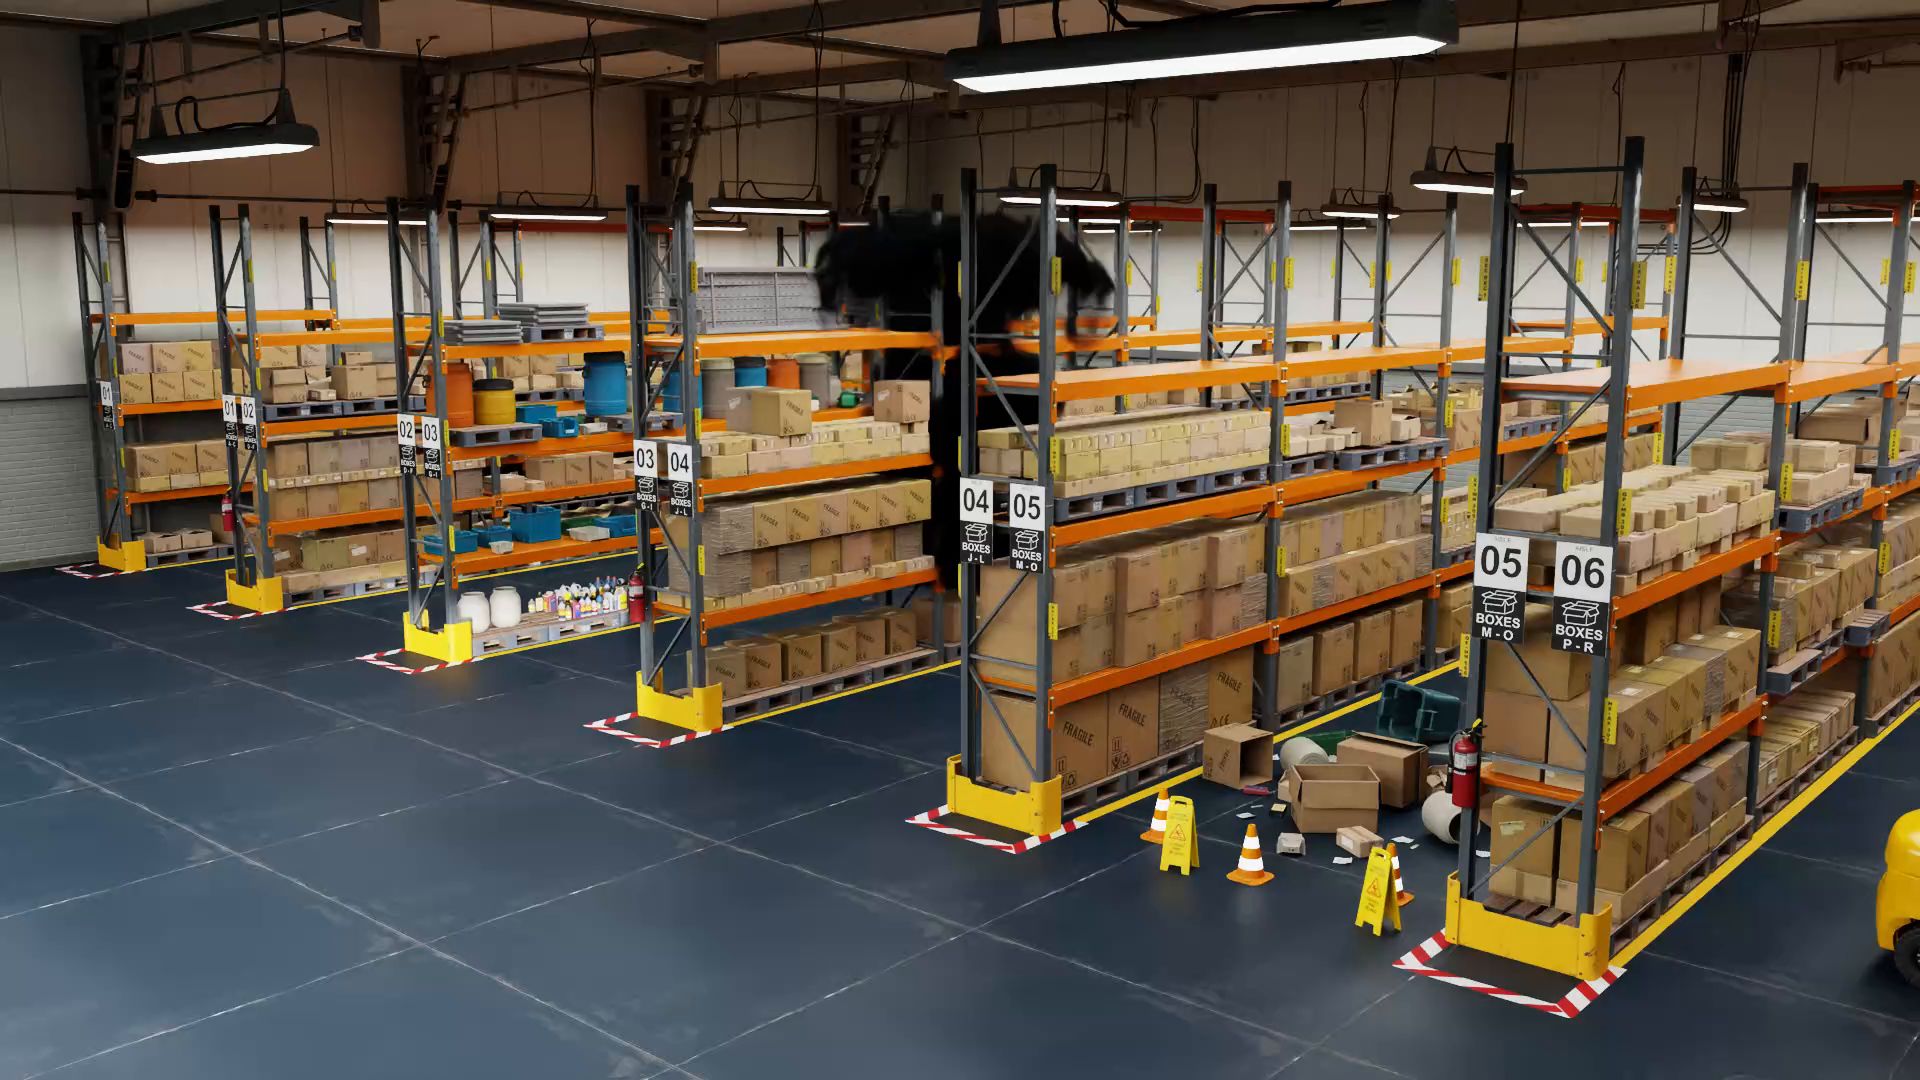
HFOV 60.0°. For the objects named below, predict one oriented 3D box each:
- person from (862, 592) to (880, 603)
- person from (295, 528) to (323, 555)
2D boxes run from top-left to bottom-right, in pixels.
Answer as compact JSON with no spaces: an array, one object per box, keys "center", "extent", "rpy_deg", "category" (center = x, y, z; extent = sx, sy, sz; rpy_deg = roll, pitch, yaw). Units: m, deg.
[{"center":[-1.184,0.051,24.196],"extent":[0.607,1.709,0.880],"rpy_deg":[7,12,35],"category":"person"},{"center":[-10.892,-0.321,27.874],"extent":[0.626,1.766,0.777],"rpy_deg":[3,10,18],"category":"person"}]
